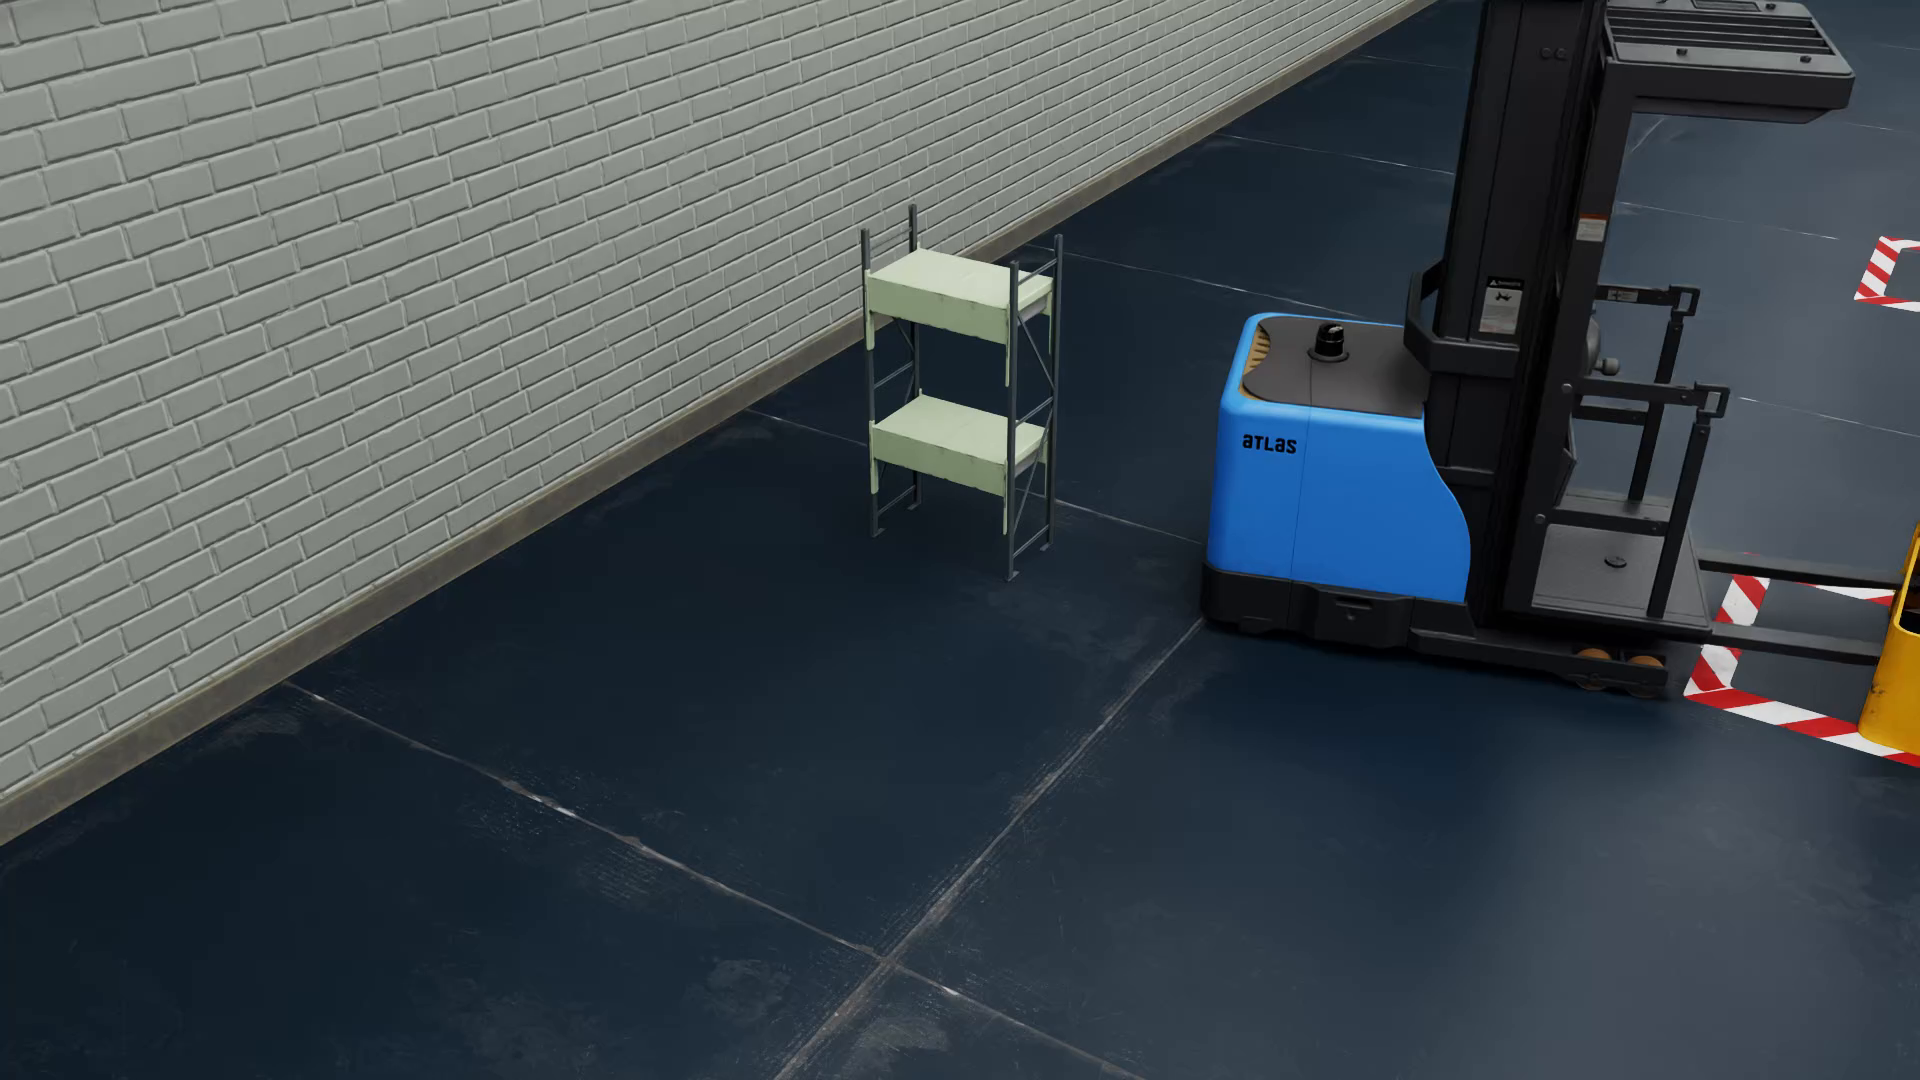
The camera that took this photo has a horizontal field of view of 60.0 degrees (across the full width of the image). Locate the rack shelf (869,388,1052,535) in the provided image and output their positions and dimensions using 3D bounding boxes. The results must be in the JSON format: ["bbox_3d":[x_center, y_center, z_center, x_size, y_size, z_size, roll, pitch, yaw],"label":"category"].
[{"bbox_3d":[0.006,-0.364,7.533,0.720,0.370,0.431,18,35,27],"label":"rack shelf"}]

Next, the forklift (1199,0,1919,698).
[{"bbox_3d":[2.598,-0.931,6.438,3.031,2.935,1.130,8,31,13],"label":"forklift"}]

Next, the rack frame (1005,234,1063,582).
[{"bbox_3d":[0.316,-0.548,7.201,0.023,1.500,0.400,18,35,27],"label":"rack frame"}]

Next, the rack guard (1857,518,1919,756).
[{"bbox_3d":[3.925,0.344,6.664,0.348,0.500,1.175,18,35,27],"label":"rack guard"}]

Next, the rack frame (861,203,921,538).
[{"bbox_3d":[-0.304,-0.744,7.537,0.023,1.500,0.400,18,35,27],"label":"rack frame"}]

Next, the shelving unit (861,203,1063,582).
[{"bbox_3d":[0.006,-0.646,7.369,0.755,1.500,0.431,18,35,27],"label":"shelving unit"}]

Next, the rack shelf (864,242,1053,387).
[{"bbox_3d":[0.006,-0.983,7.172,0.720,0.370,0.431,18,35,27],"label":"rack shelf"}]
